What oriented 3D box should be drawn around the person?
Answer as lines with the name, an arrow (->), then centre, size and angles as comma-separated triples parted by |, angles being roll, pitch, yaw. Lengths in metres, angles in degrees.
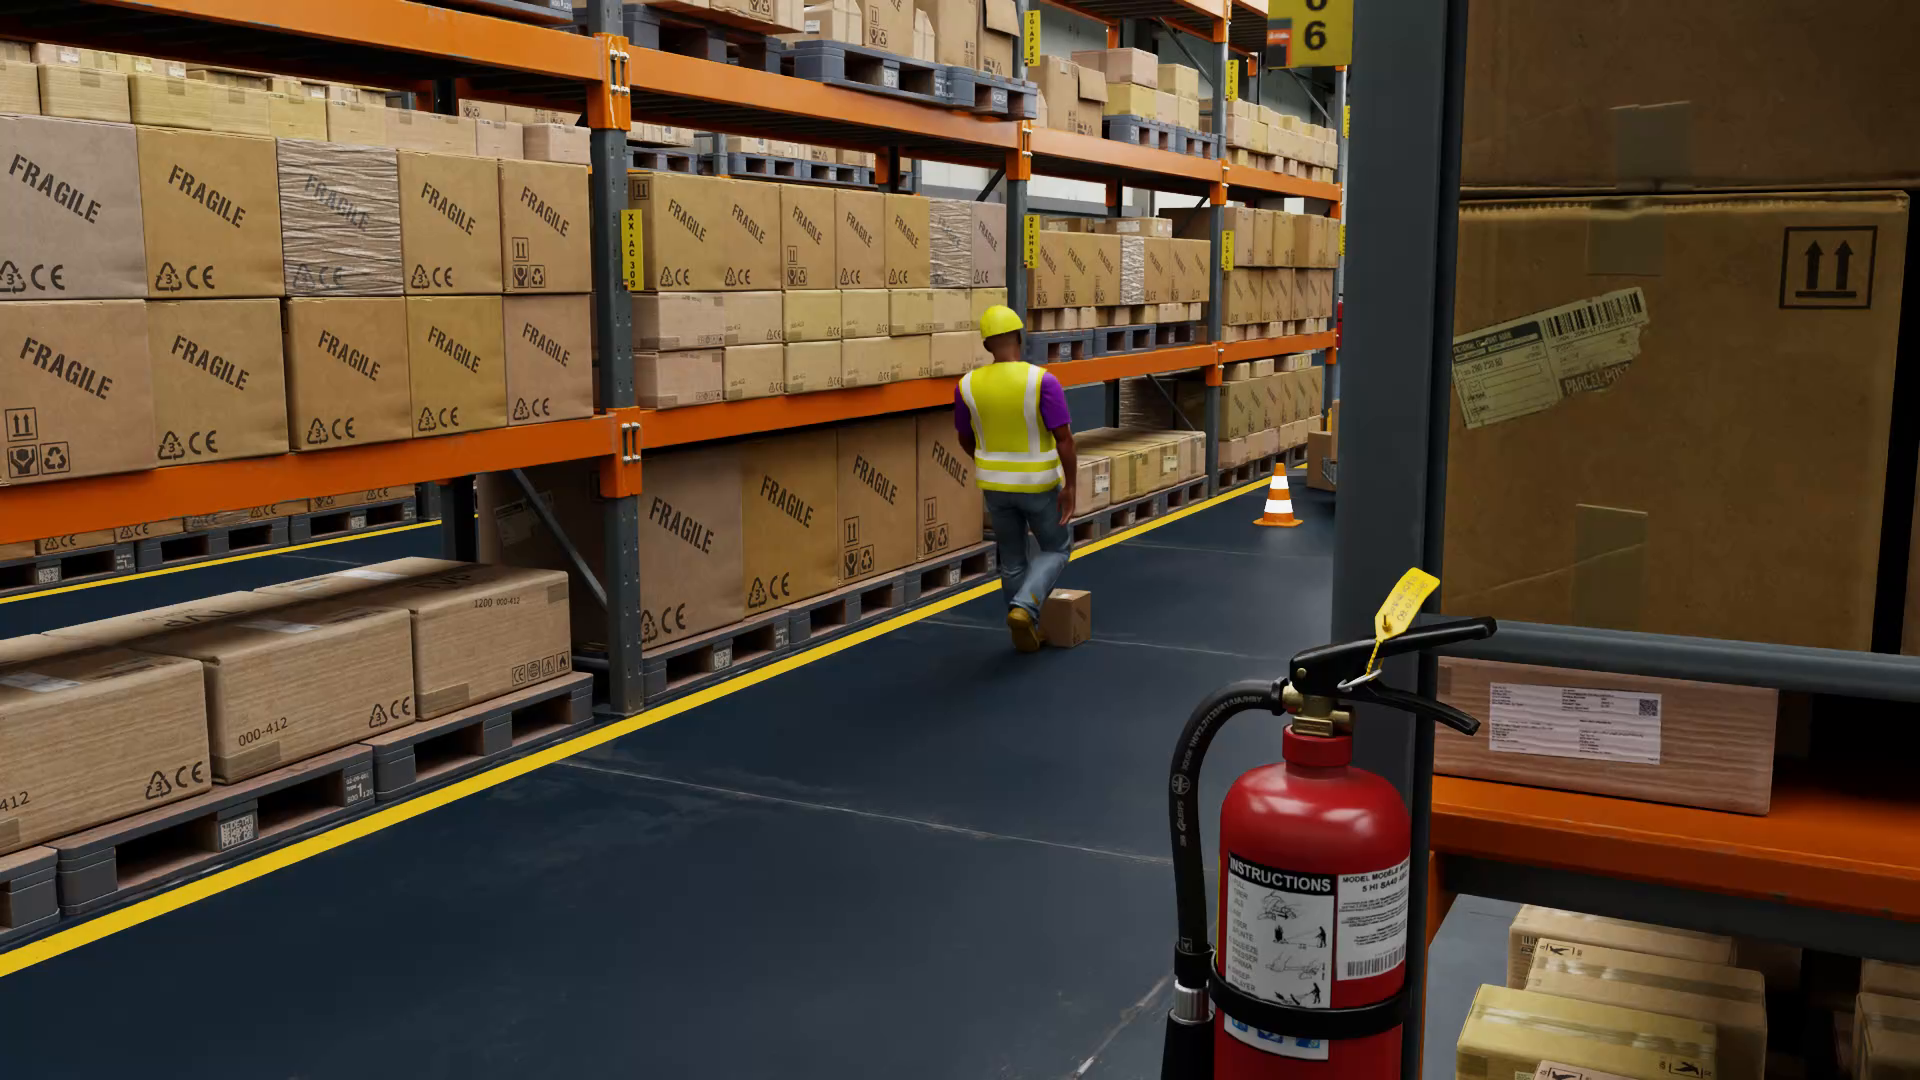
person -> 0.324, -0.282, 8.131 | 0.636, 1.722, 0.761 | 3, 10, 21
